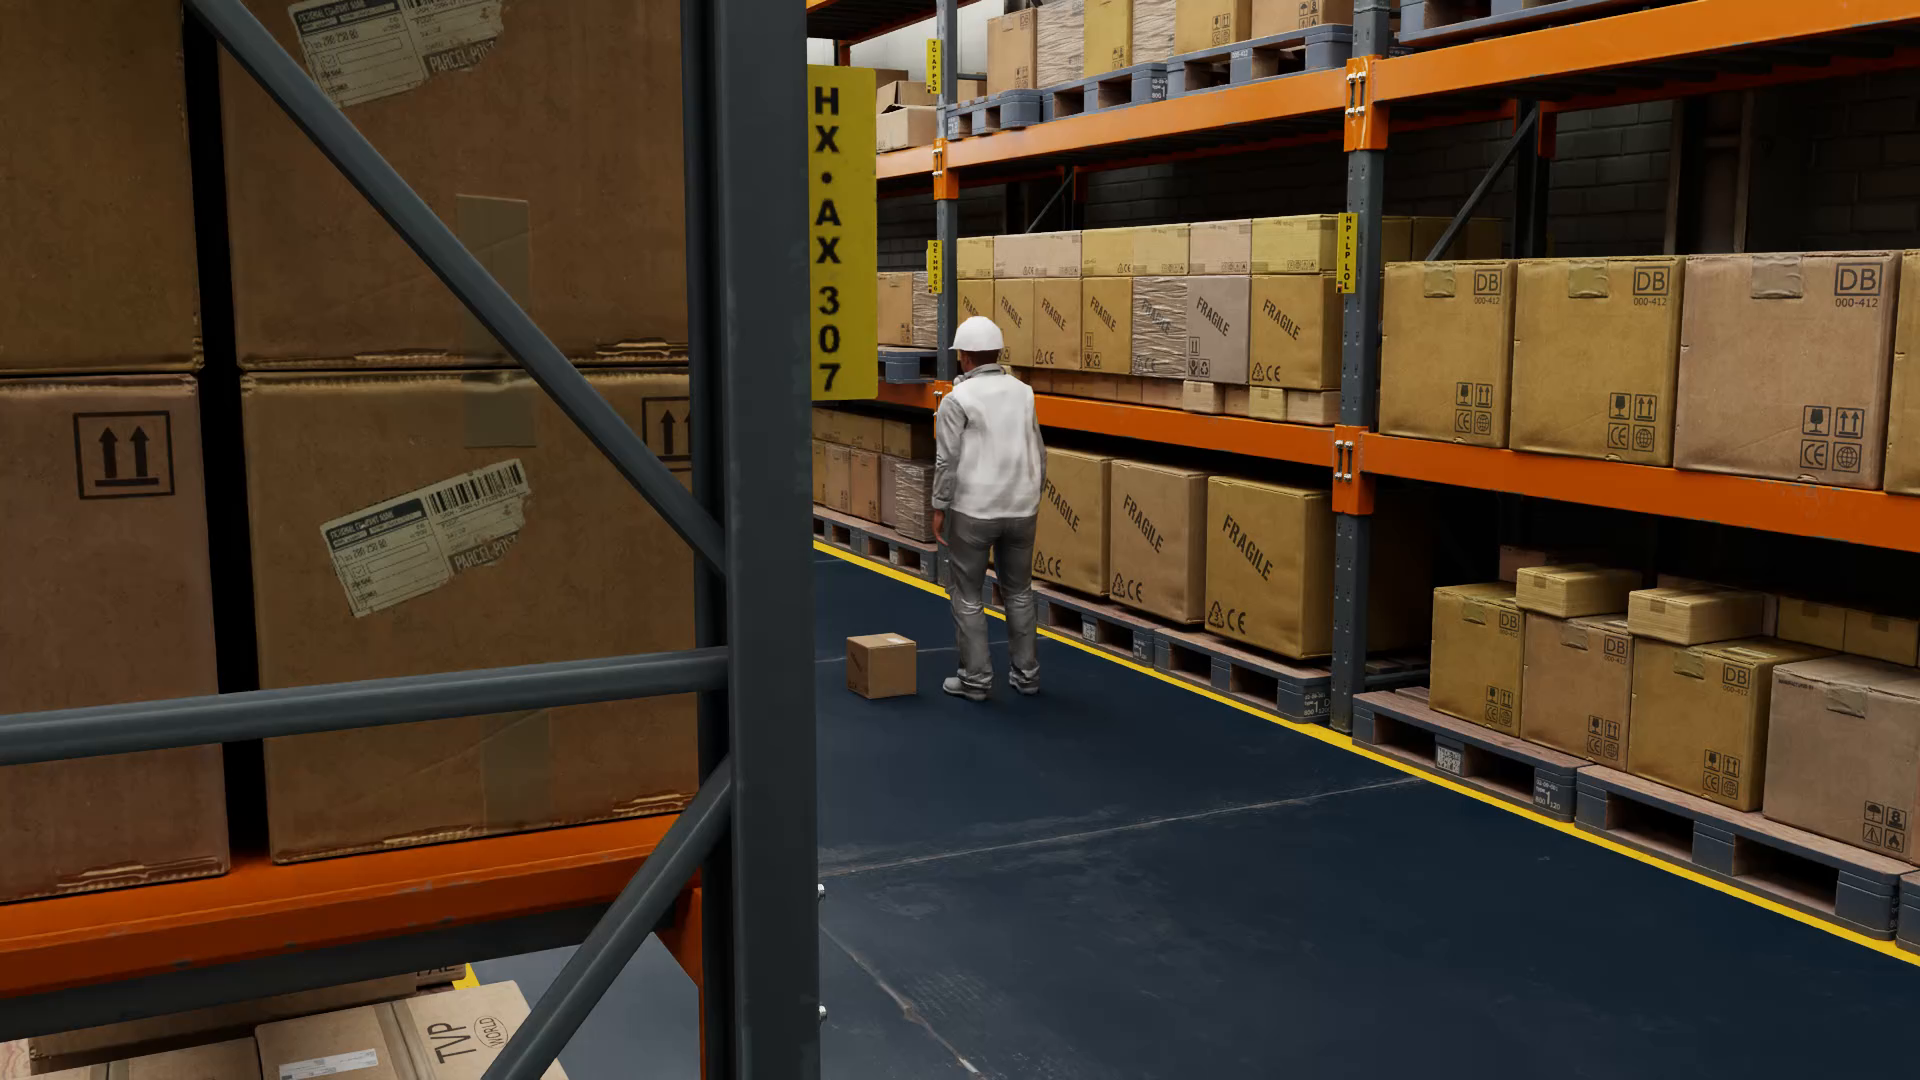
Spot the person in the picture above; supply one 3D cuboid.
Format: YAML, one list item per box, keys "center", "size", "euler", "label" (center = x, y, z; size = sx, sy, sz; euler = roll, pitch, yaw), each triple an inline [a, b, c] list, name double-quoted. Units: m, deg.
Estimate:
- center: [0.134, -0.148, 7.743]
  size: [0.594, 1.772, 0.461]
  euler: [-4, 10, -28]
  label: "person"
